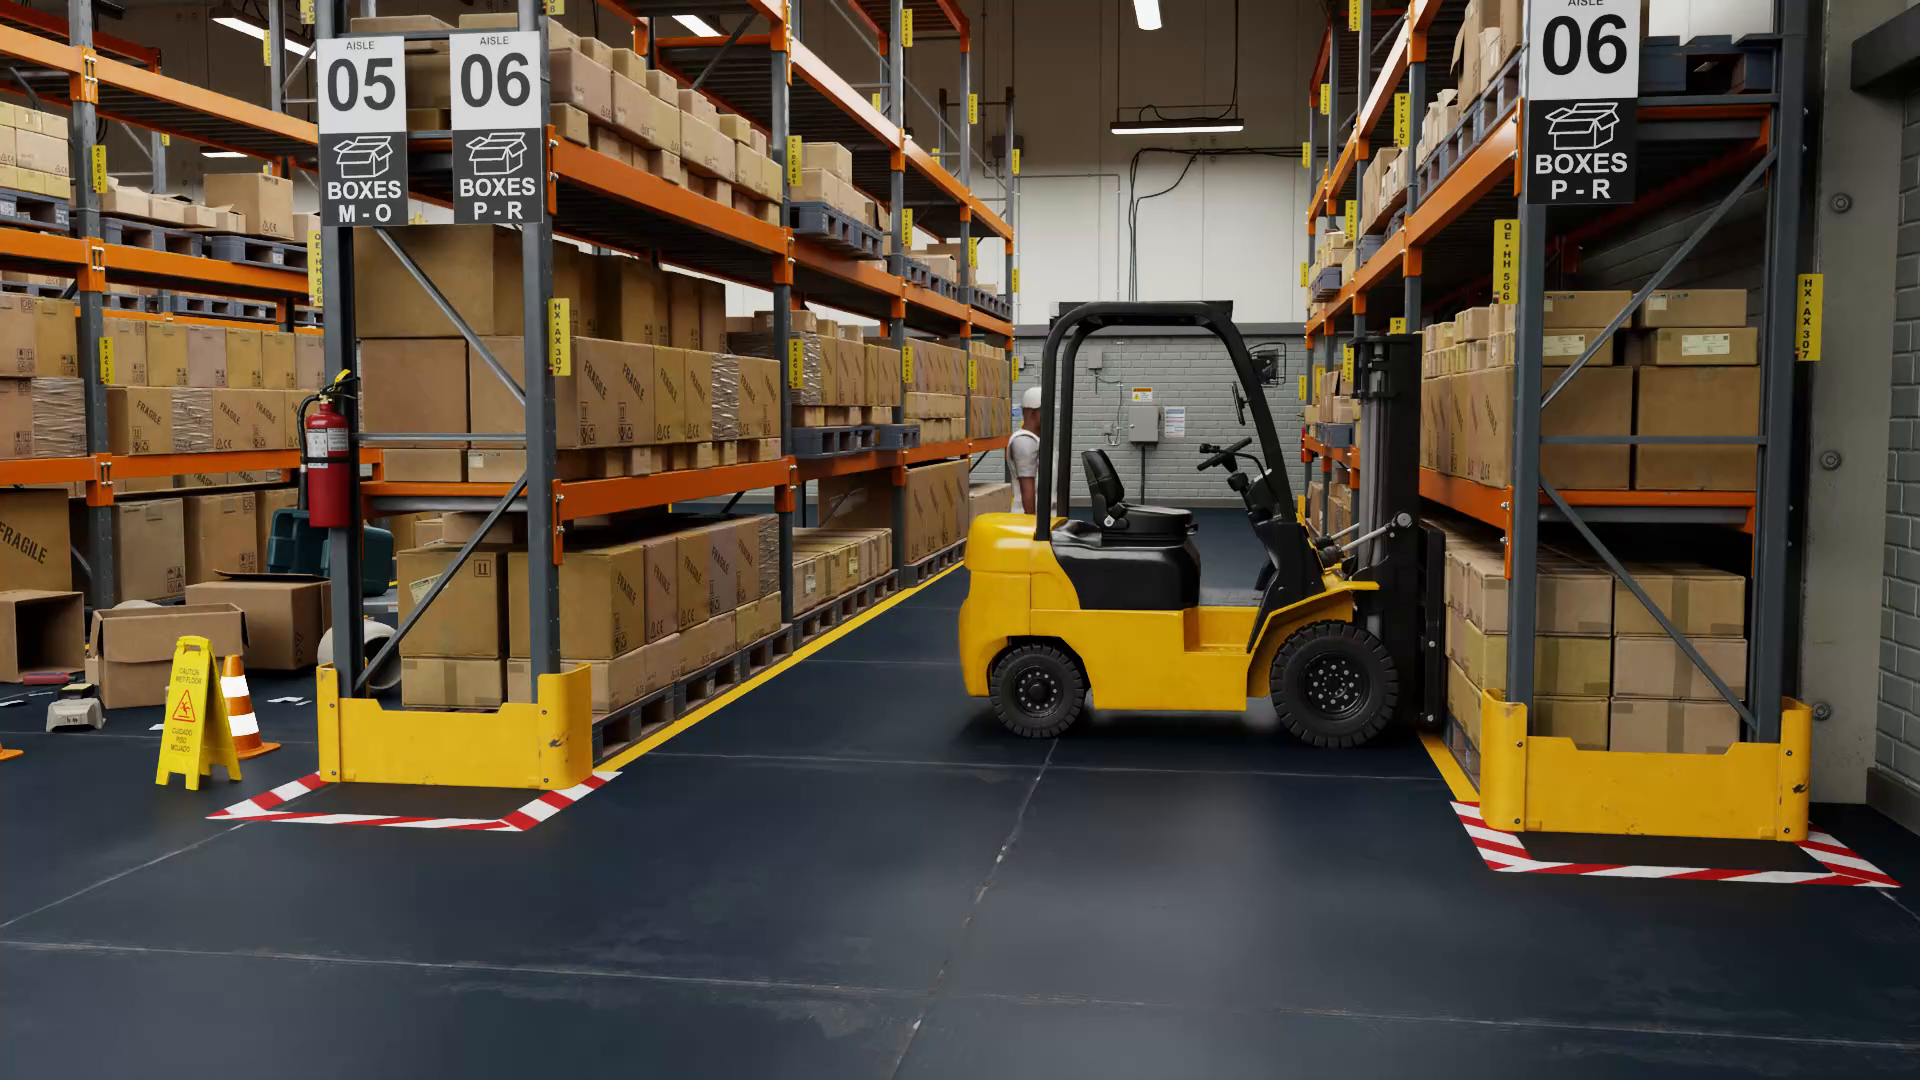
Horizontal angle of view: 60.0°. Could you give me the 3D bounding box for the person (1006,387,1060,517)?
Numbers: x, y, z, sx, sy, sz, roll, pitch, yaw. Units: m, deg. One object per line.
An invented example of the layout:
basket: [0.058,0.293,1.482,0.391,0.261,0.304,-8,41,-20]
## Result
person: [0.494,-0.096,10.747,0.358,1.779,0.548,1,4,10]
